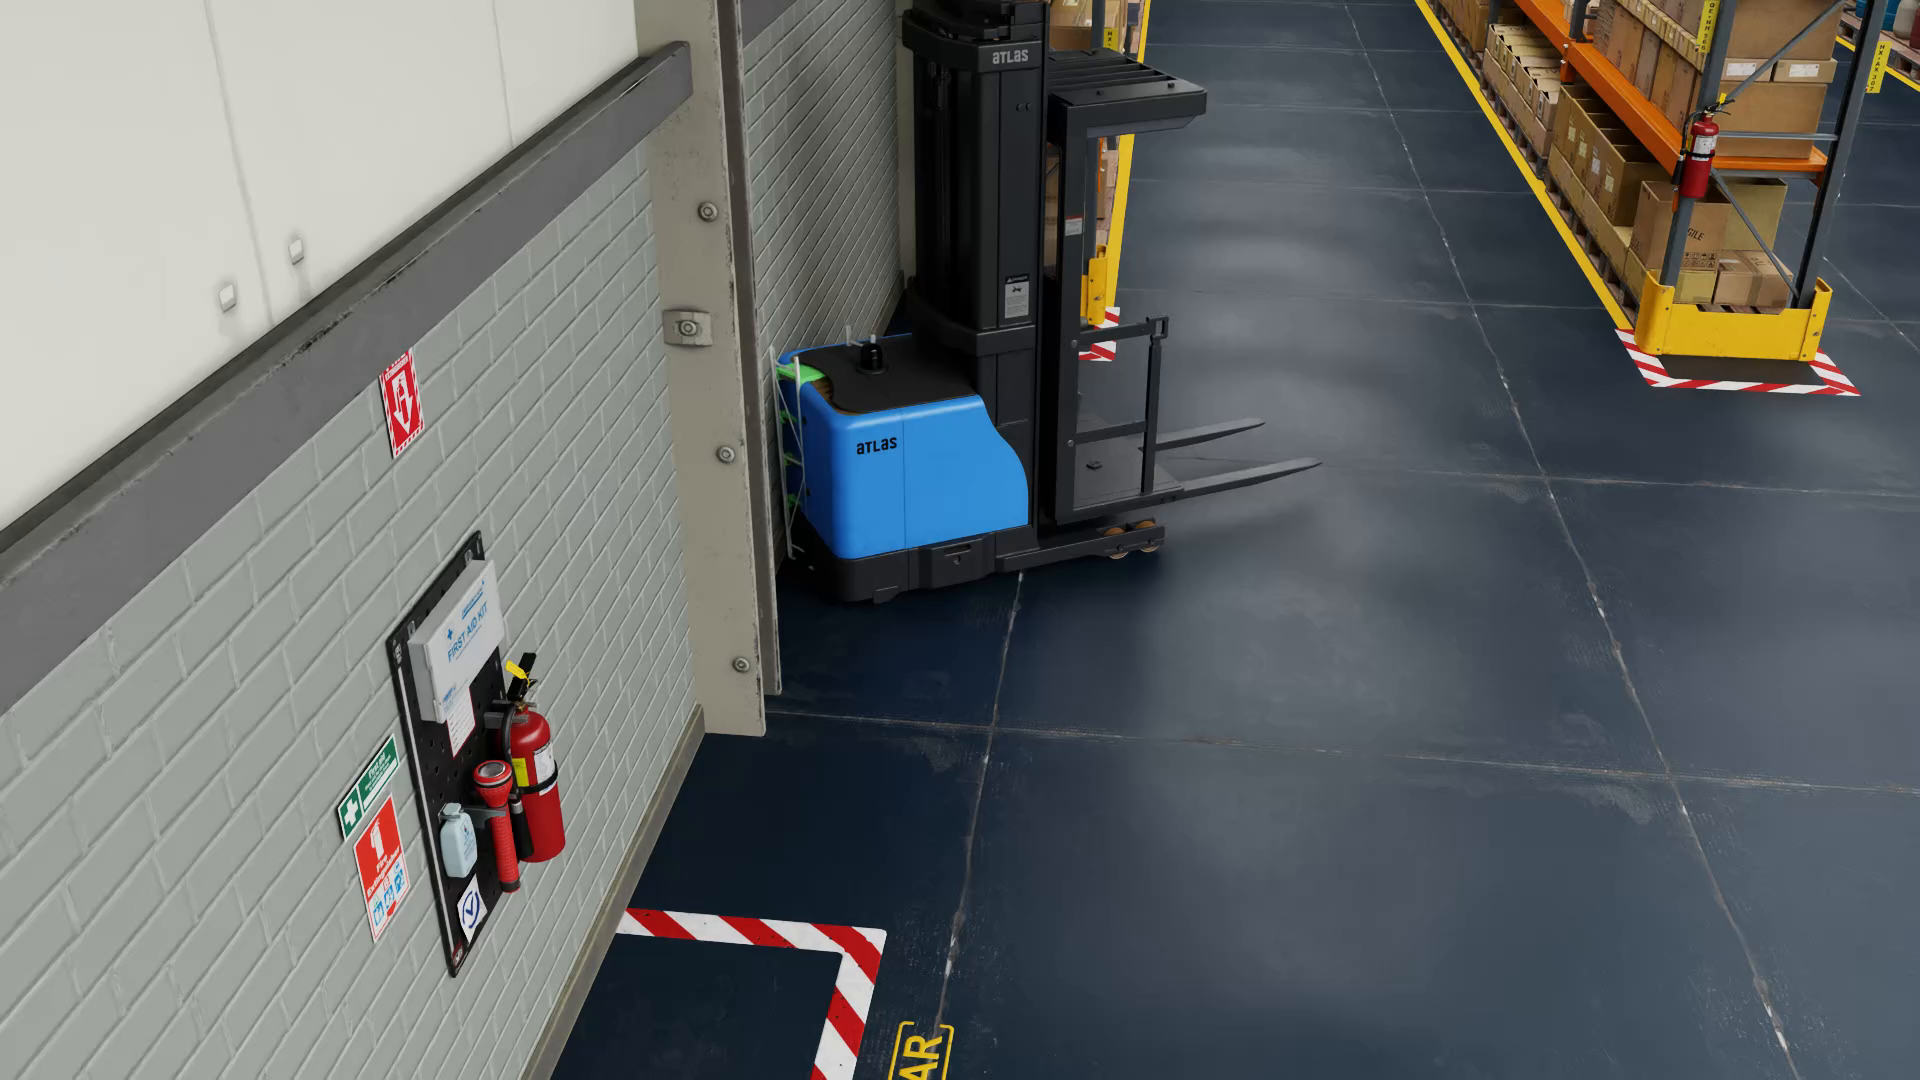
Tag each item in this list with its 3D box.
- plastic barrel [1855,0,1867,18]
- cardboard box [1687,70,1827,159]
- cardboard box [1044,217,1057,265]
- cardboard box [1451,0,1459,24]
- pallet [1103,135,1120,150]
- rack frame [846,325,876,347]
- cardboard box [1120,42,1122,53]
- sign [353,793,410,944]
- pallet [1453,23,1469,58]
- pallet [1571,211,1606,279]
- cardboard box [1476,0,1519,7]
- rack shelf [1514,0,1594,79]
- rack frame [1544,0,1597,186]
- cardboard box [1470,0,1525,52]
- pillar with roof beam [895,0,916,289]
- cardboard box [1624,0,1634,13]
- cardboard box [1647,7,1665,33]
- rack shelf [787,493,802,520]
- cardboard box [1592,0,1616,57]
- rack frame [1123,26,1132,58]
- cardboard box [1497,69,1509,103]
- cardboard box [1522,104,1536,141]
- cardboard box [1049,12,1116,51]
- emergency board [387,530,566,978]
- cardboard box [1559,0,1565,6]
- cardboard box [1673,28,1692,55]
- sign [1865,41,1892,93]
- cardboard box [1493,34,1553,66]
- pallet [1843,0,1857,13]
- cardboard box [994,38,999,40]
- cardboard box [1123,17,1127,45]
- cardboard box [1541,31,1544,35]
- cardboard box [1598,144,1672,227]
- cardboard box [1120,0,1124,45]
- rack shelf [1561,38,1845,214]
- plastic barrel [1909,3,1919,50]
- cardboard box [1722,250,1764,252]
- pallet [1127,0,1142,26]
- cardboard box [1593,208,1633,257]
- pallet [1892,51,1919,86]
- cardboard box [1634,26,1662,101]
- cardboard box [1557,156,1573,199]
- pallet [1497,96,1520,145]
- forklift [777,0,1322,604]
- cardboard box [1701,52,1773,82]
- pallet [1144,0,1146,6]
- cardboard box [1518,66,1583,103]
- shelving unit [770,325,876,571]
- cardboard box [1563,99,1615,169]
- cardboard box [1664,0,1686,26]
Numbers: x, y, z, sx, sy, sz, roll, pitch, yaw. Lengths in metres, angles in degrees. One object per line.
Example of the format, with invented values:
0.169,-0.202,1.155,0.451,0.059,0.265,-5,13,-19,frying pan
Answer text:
11.701,-7.050,20.944,0.600,0.901,0.708,3,28,6,plastic barrel
5.468,-2.948,11.455,0.700,0.500,0.500,3,28,6,cardboard box
0.656,-2.302,12.731,0.500,0.311,0.500,0,28,0,cardboard box
6.445,-6.727,20.746,0.500,0.500,0.500,4,29,7,cardboard box
1.066,-3.993,16.440,1.003,0.211,1.213,3,28,6,pallet
-0.503,-0.562,9.021,0.015,1.200,0.240,-21,31,-35,rack frame
1.038,-3.848,13.367,0.500,0.250,0.500,4,29,7,cardboard box
-1.537,0.873,4.430,0.001,0.329,0.234,3,28,6,sign
6.659,-6.145,20.434,1.003,0.211,1.213,3,28,6,pallet
5.602,-2.393,13.469,1.003,0.211,1.213,3,28,6,pallet
6.263,-6.355,19.264,0.500,0.250,0.500,4,29,8,cardboard box
6.133,-5.193,16.485,1.077,0.370,4.000,3,28,6,rack shelf
5.888,-4.568,14.567,1.000,3.000,0.127,3,28,6,rack frame
6.260,-5.998,19.393,0.500,0.500,0.500,4,29,8,cardboard box
3.981,-5.742,10.421,9.100,9.000,0.400,3,28,6,pillar with roof beam
5.539,-4.302,13.283,0.380,0.149,0.250,2,28,5,cardboard box
5.444,-3.936,12.604,0.380,0.149,0.250,3,28,5,cardboard box
-0.678,-0.214,9.009,0.480,0.148,0.258,-21,31,-35,rack shelf
5.840,-4.403,14.155,0.700,0.500,0.500,3,28,5,cardboard box
1.462,-6.737,18.593,1.000,3.000,0.127,3,28,6,rack frame
5.904,-4.714,17.294,0.500,0.250,0.500,3,28,5,cardboard box
5.715,-3.993,15.955,0.500,0.250,0.500,3,28,5,cardboard box
0.838,-3.452,11.841,0.500,0.500,0.500,3,28,6,cardboard box
-1.367,0.634,4.910,0.194,1.169,0.643,3,28,6,emergency board
6.125,-5.456,16.110,0.500,0.500,0.500,3,28,6,cardboard box
5.351,-3.568,11.920,0.380,0.149,0.250,4,29,7,cardboard box
5.948,-3.066,10.783,0.100,0.325,0.005,3,28,6,sign
5.967,-5.195,17.595,0.500,0.311,0.500,3,28,5,cardboard box
11.836,-7.165,22.327,1.003,0.211,1.213,3,28,6,pallet
0.328,-3.479,11.891,0.500,0.500,0.500,3,28,6,cardboard box
1.214,-4.556,14.682,0.500,0.250,0.500,3,29,6,cardboard box
6.559,-5.411,17.997,0.500,0.311,0.500,4,29,8,cardboard box
5.277,-2.731,12.822,0.500,0.500,0.500,3,28,6,cardboard box
1.030,-4.170,13.174,0.500,0.500,0.500,4,29,8,cardboard box
5.643,-3.310,12.990,1.077,0.370,4.000,3,28,6,rack shelf
11.475,-6.048,19.412,0.600,0.588,0.708,3,28,6,plastic barrel
5.742,-2.135,12.506,0.500,0.250,0.500,3,28,6,cardboard box
1.210,-5.121,15.795,1.003,0.211,1.213,3,28,6,pallet
5.280,-2.401,13.000,0.500,0.250,0.500,3,28,6,cardboard box
11.349,-5.307,18.879,1.003,0.211,1.213,3,28,6,pallet
5.655,-3.677,12.807,0.700,0.500,0.500,4,29,8,cardboard box
5.464,-3.107,14.310,0.500,0.250,0.500,3,28,6,cardboard box
6.087,-4.266,16.945,1.003,0.211,1.213,3,28,6,pallet
0.573,-1.406,8.770,3.031,2.935,1.130,-11,30,-20,forklift
5.256,-3.206,11.249,0.380,0.149,0.250,3,28,5,cardboard box
2.123,-7.746,23.405,1.003,0.211,1.213,3,28,6,pallet
5.775,-4.477,16.262,0.500,0.311,0.500,3,28,6,cardboard box
-0.690,-0.489,8.881,0.503,1.200,0.258,-21,31,-35,shelving unit
5.467,-3.437,14.132,0.500,0.500,0.500,3,28,6,cardboard box
5.595,-4.030,12.094,0.700,0.500,0.500,3,29,6,cardboard box
